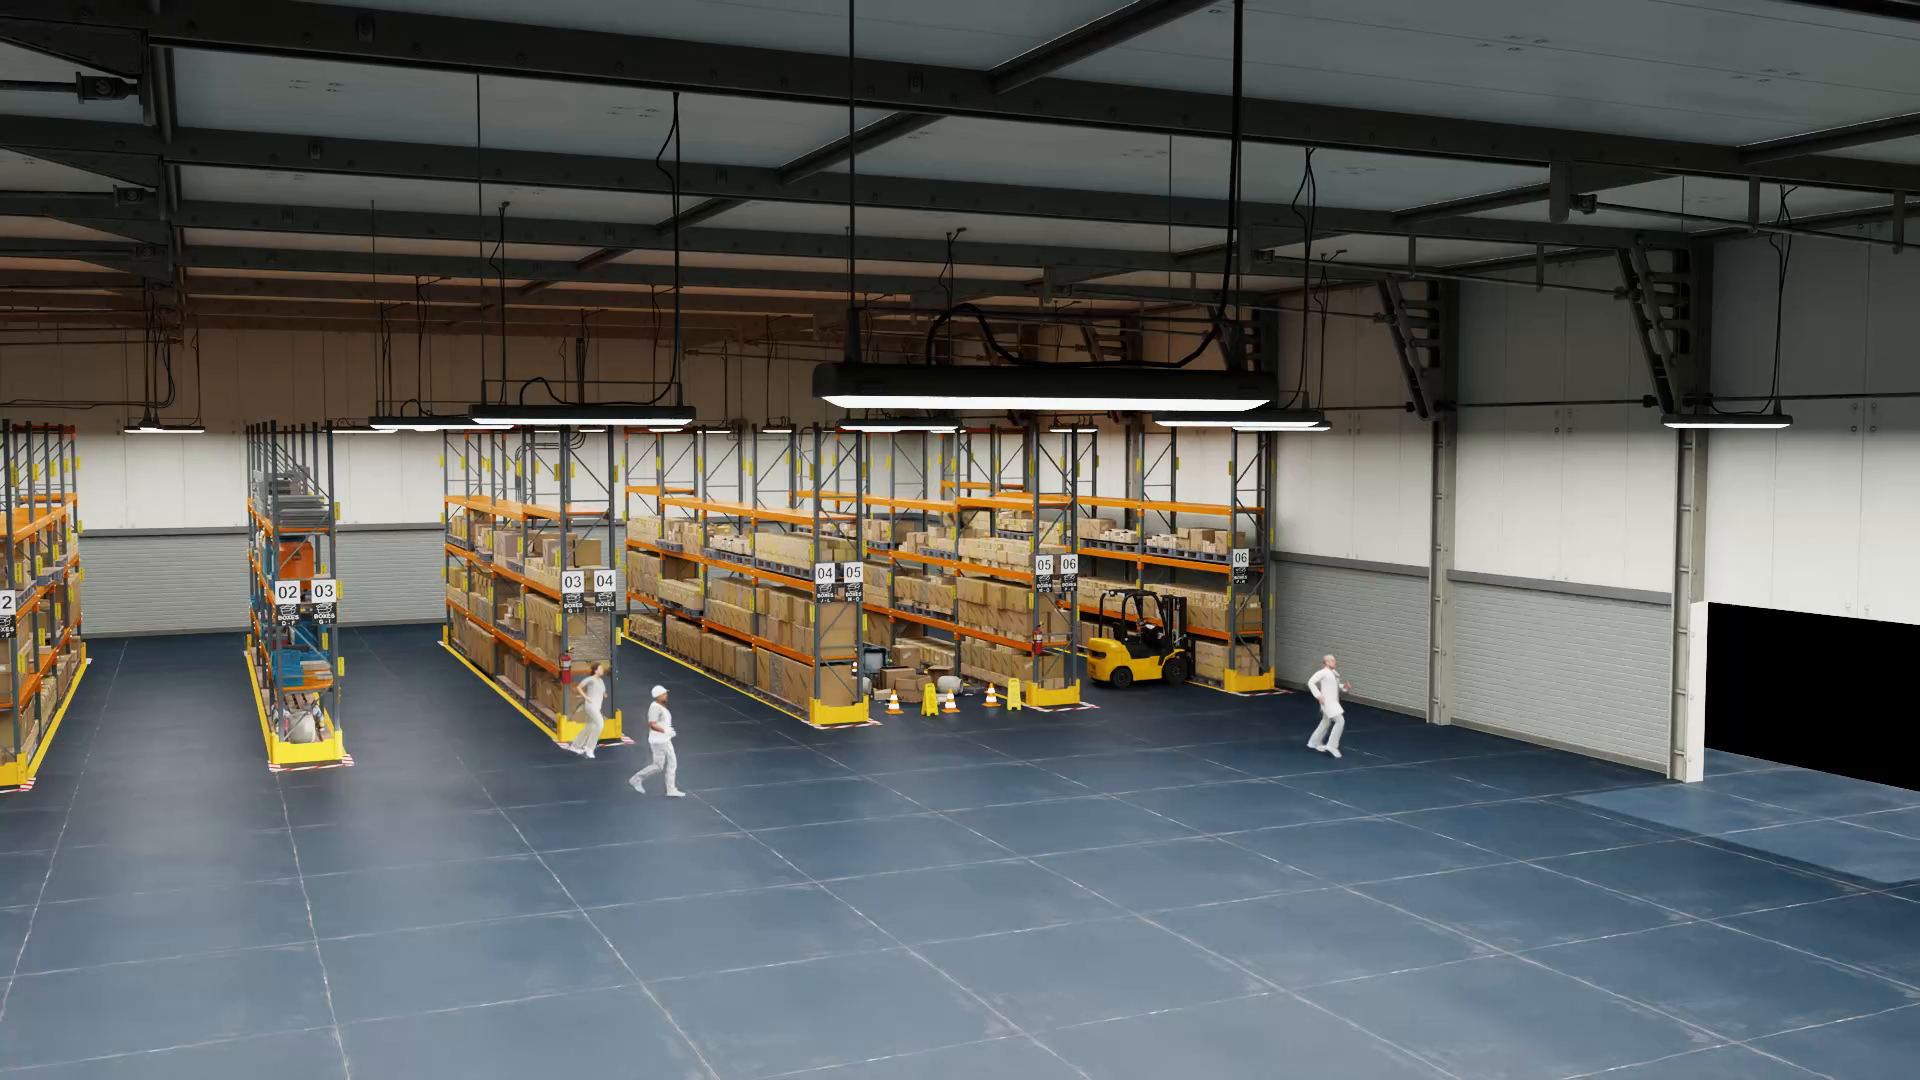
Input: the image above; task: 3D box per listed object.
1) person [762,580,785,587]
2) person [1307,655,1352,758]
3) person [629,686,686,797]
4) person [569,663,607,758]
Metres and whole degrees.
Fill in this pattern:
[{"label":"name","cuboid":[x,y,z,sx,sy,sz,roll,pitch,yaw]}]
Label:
[{"label":"person","cuboid":[-5.671,1.640,50.913,0.955,1.804,0.656,-2,4,-24]},{"label":"person","cuboid":[6.615,2.976,29.786,0.825,1.842,0.668,2,4,29]},{"label":"person","cuboid":[-4.791,3.194,26.324,0.885,1.777,0.682,0,4,1]},{"label":"person","cuboid":[-6.648,3.050,29.883,0.659,1.690,0.632,1,4,11]}]
